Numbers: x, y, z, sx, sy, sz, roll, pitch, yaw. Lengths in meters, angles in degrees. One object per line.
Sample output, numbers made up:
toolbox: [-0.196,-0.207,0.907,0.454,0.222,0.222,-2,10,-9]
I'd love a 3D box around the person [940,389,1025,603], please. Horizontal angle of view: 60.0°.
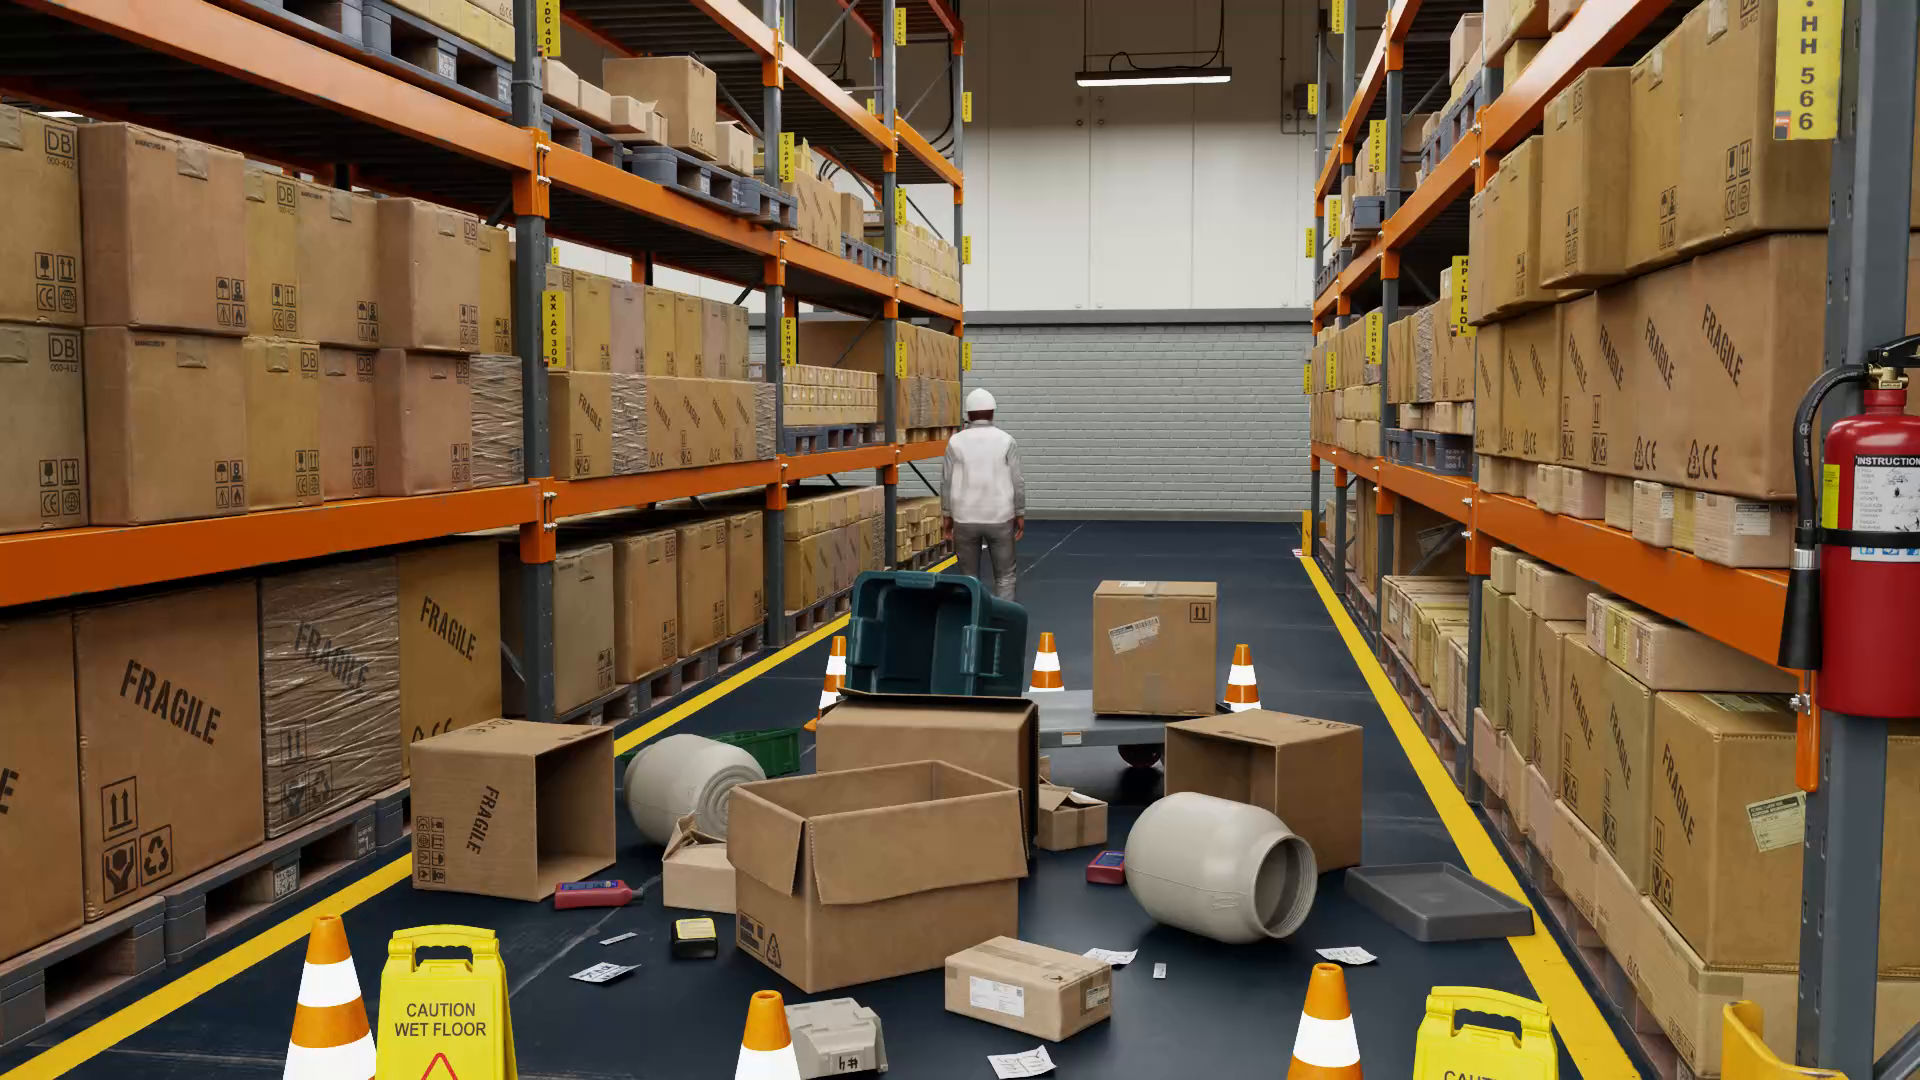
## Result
person: [0.159,-0.149,11.397,0.585,1.770,0.476,0,4,5]
